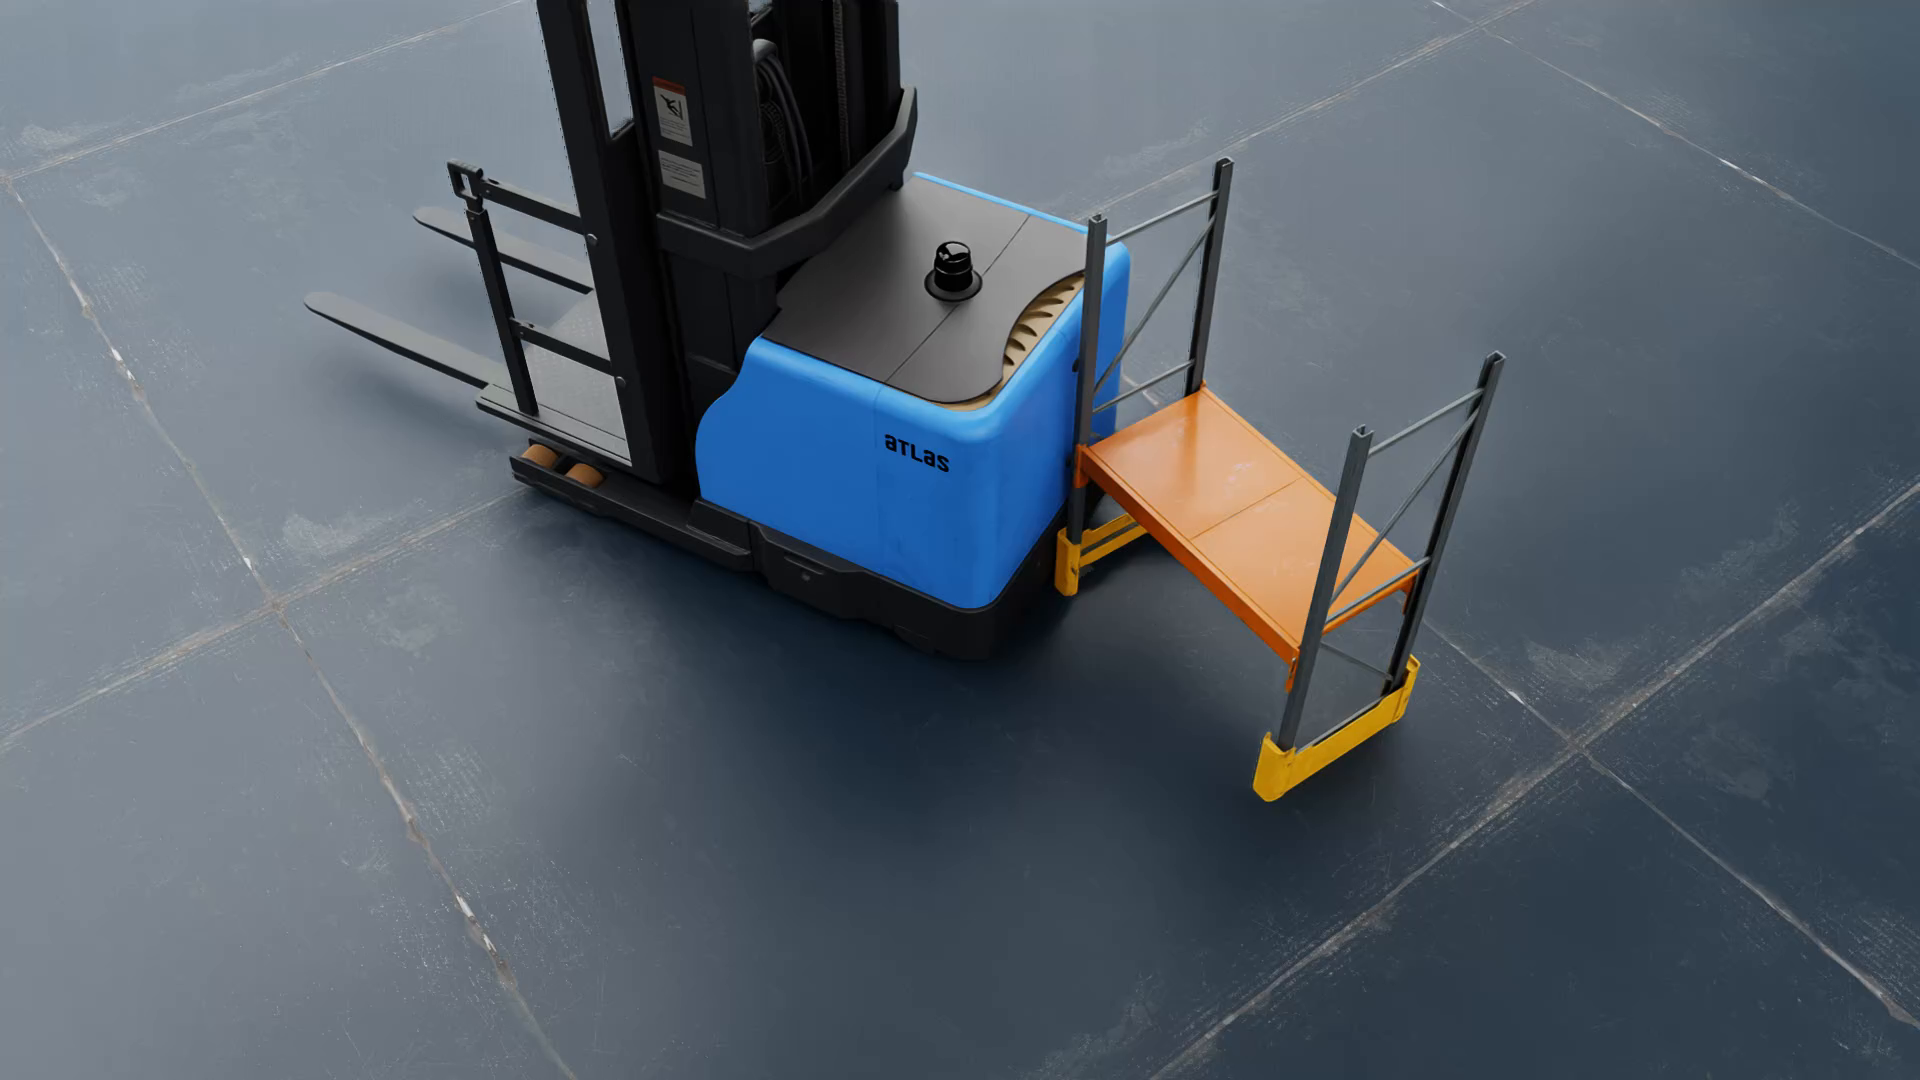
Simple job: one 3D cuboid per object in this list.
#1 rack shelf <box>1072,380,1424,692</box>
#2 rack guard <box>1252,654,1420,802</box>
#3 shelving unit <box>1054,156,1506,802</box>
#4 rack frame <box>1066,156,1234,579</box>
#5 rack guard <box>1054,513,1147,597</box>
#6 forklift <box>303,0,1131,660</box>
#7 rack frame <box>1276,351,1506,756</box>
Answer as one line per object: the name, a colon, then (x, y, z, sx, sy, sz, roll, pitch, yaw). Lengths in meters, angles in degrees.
rack shelf: (0.855, -0.041, 5.018, 0.538, 0.185, 1.000, -28, 53, -23)
rack guard: (1.147, 0.565, 5.069, 0.587, 0.250, 0.087, -28, 53, -23)
shelving unit: (0.860, -0.156, 4.879, 0.587, 1.500, 1.083, -28, 53, -23)
rack frame: (0.562, -0.470, 5.164, 0.500, 1.500, 0.032, -28, 53, -23)
rack guard: (0.573, -0.038, 5.616, 0.587, 0.250, 0.087, -28, 53, -23)
forklift: (-0.995, -1.407, 5.047, 3.031, 2.935, 1.130, 22, 52, 19)
rack frame: (1.148, 0.146, 4.605, 0.500, 1.500, 0.032, -28, 53, -23)
